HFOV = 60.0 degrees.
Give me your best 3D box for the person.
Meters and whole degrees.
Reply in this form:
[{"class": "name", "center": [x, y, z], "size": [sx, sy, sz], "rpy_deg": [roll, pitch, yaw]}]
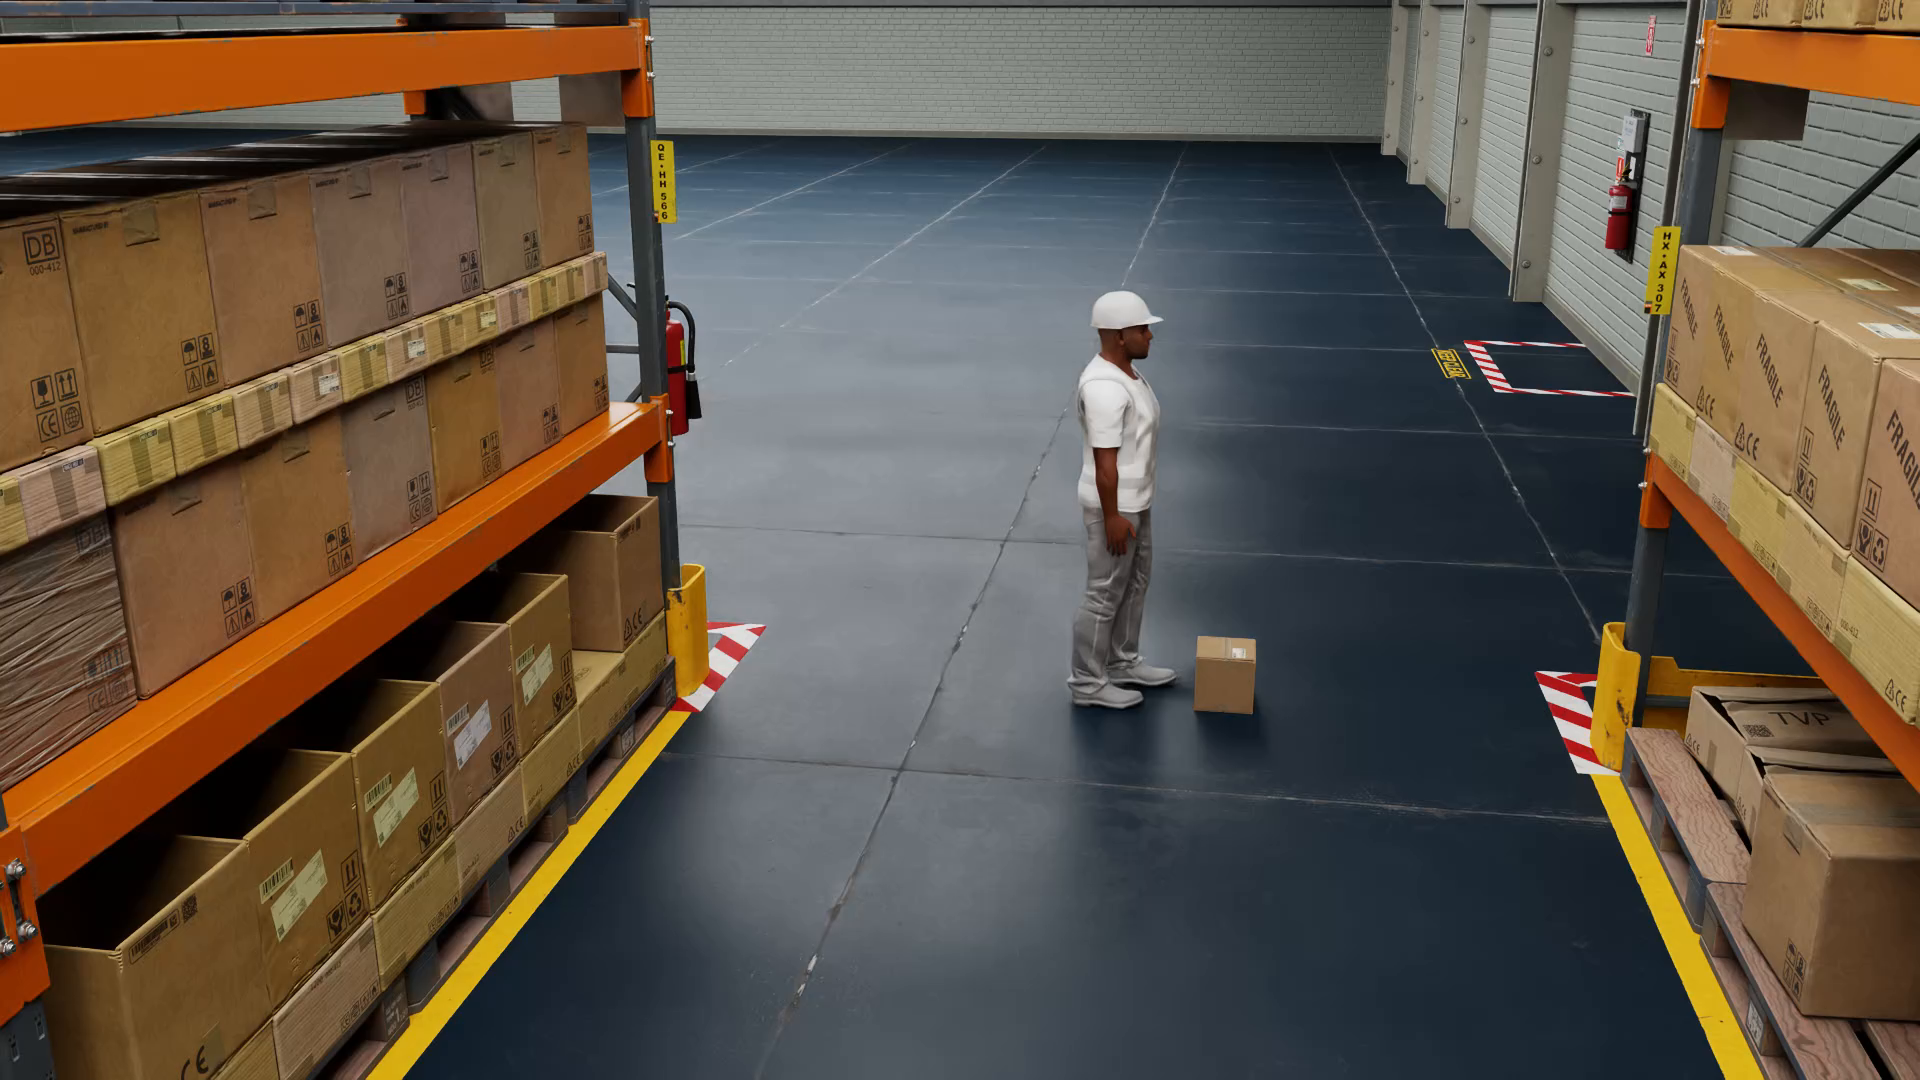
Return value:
[{"class": "person", "center": [0.709, -0.164, 7.030], "size": [0.460, 1.768, 0.566], "rpy_deg": [3, 18, 10]}]
